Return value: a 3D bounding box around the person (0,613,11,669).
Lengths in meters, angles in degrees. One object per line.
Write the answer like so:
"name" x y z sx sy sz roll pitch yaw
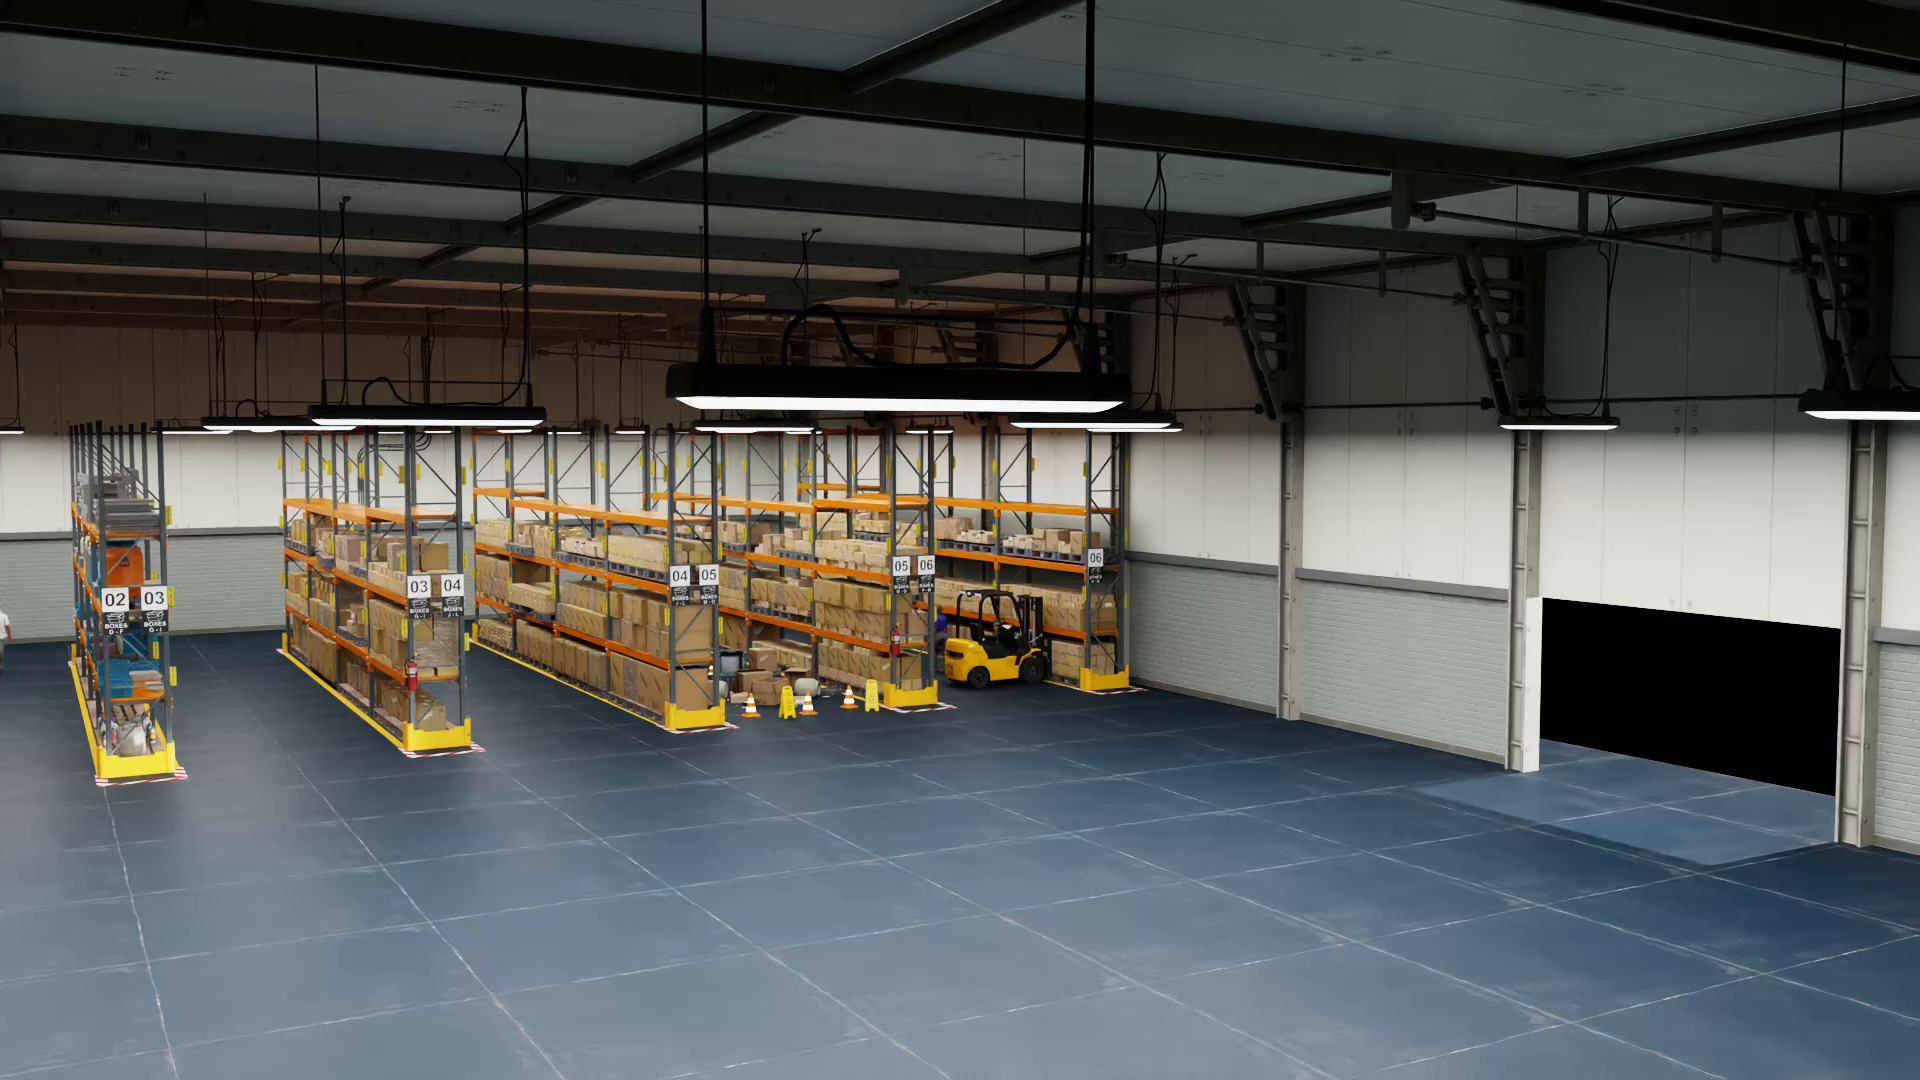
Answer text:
"person" -23.403 2.362 40.322 0.700 1.708 1.085 -2 4 -27

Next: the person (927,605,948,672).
"person" -0.481 2.432 40.466 0.487 1.684 0.612 -3 5 -39
